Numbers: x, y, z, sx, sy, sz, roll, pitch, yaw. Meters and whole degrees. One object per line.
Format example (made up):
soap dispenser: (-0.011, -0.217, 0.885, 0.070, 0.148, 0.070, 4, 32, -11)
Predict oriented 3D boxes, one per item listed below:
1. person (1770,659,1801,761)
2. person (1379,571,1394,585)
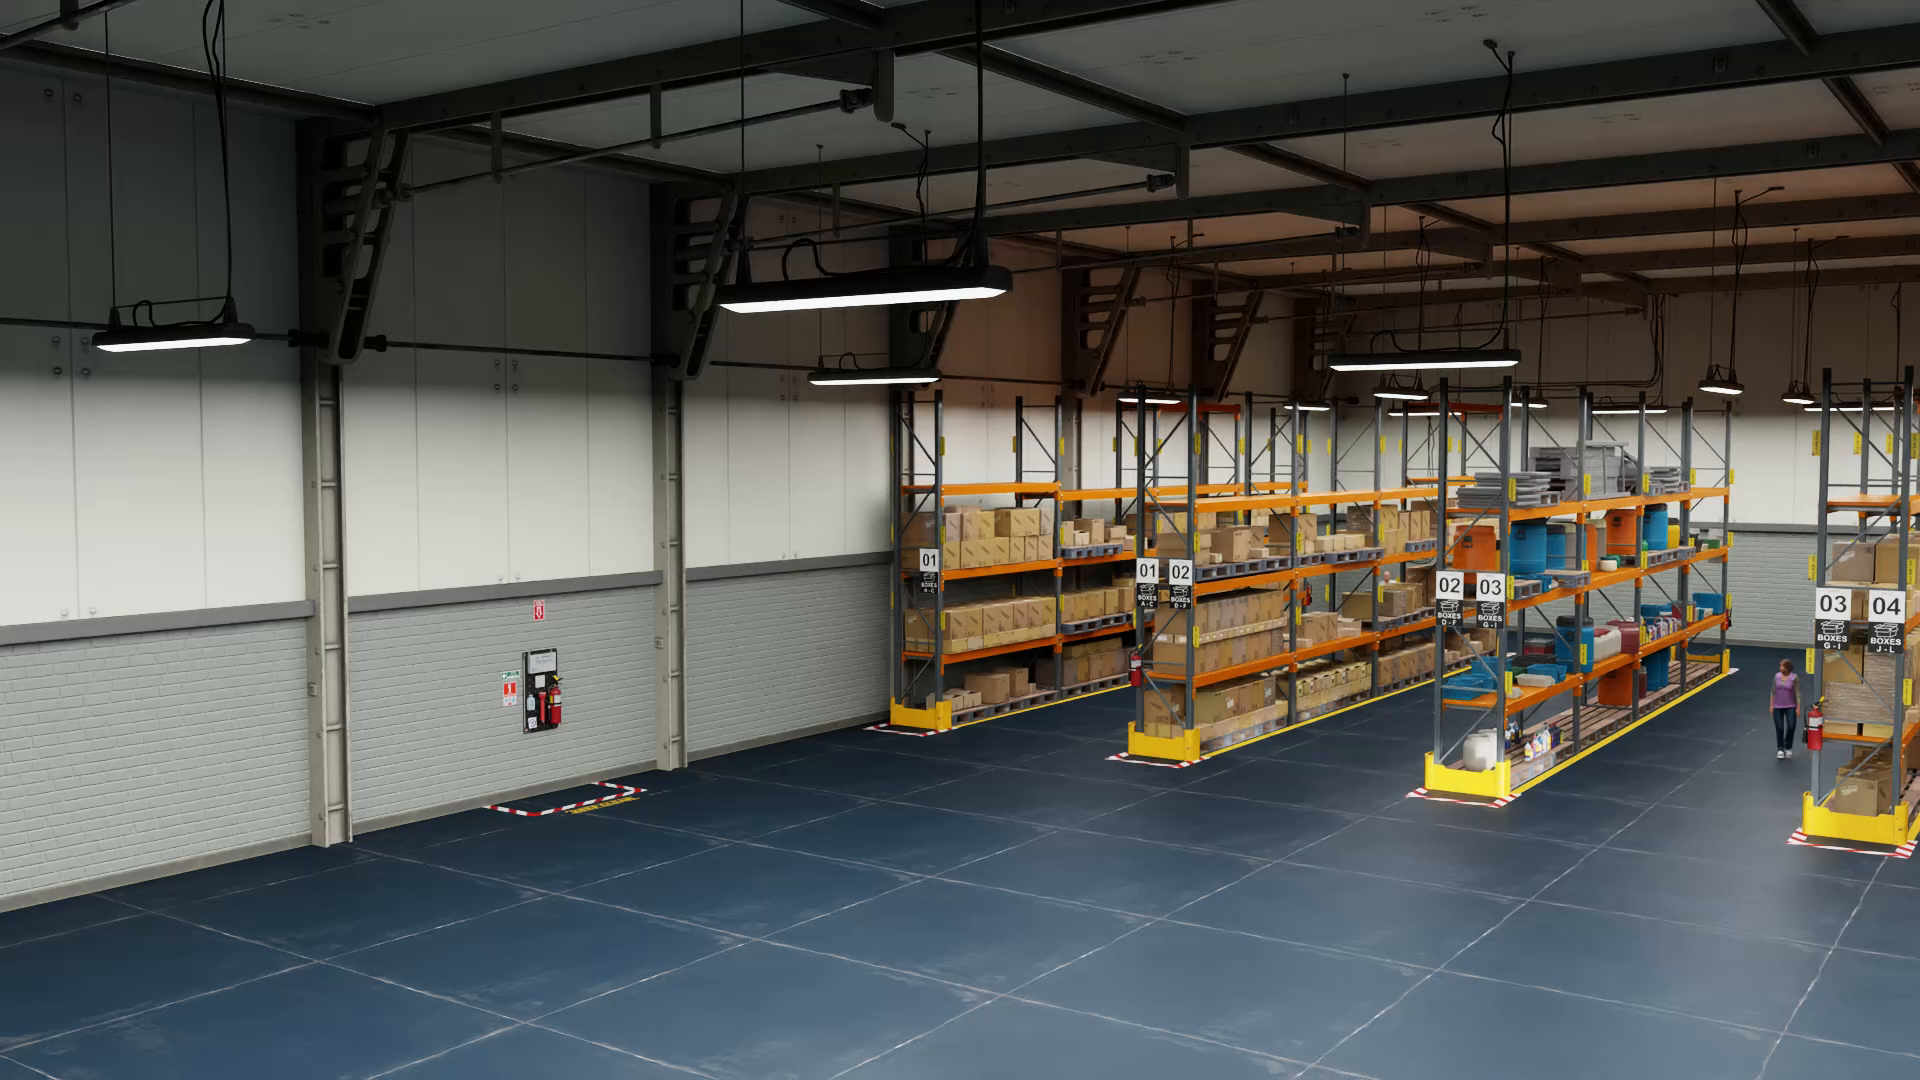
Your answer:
person: (13.176, 2.702, 26.545, 0.452, 1.615, 0.459, 2, 4, 32)
person: (11.115, 1.674, 43.421, 0.621, 1.713, 1.142, 3, 4, 38)
